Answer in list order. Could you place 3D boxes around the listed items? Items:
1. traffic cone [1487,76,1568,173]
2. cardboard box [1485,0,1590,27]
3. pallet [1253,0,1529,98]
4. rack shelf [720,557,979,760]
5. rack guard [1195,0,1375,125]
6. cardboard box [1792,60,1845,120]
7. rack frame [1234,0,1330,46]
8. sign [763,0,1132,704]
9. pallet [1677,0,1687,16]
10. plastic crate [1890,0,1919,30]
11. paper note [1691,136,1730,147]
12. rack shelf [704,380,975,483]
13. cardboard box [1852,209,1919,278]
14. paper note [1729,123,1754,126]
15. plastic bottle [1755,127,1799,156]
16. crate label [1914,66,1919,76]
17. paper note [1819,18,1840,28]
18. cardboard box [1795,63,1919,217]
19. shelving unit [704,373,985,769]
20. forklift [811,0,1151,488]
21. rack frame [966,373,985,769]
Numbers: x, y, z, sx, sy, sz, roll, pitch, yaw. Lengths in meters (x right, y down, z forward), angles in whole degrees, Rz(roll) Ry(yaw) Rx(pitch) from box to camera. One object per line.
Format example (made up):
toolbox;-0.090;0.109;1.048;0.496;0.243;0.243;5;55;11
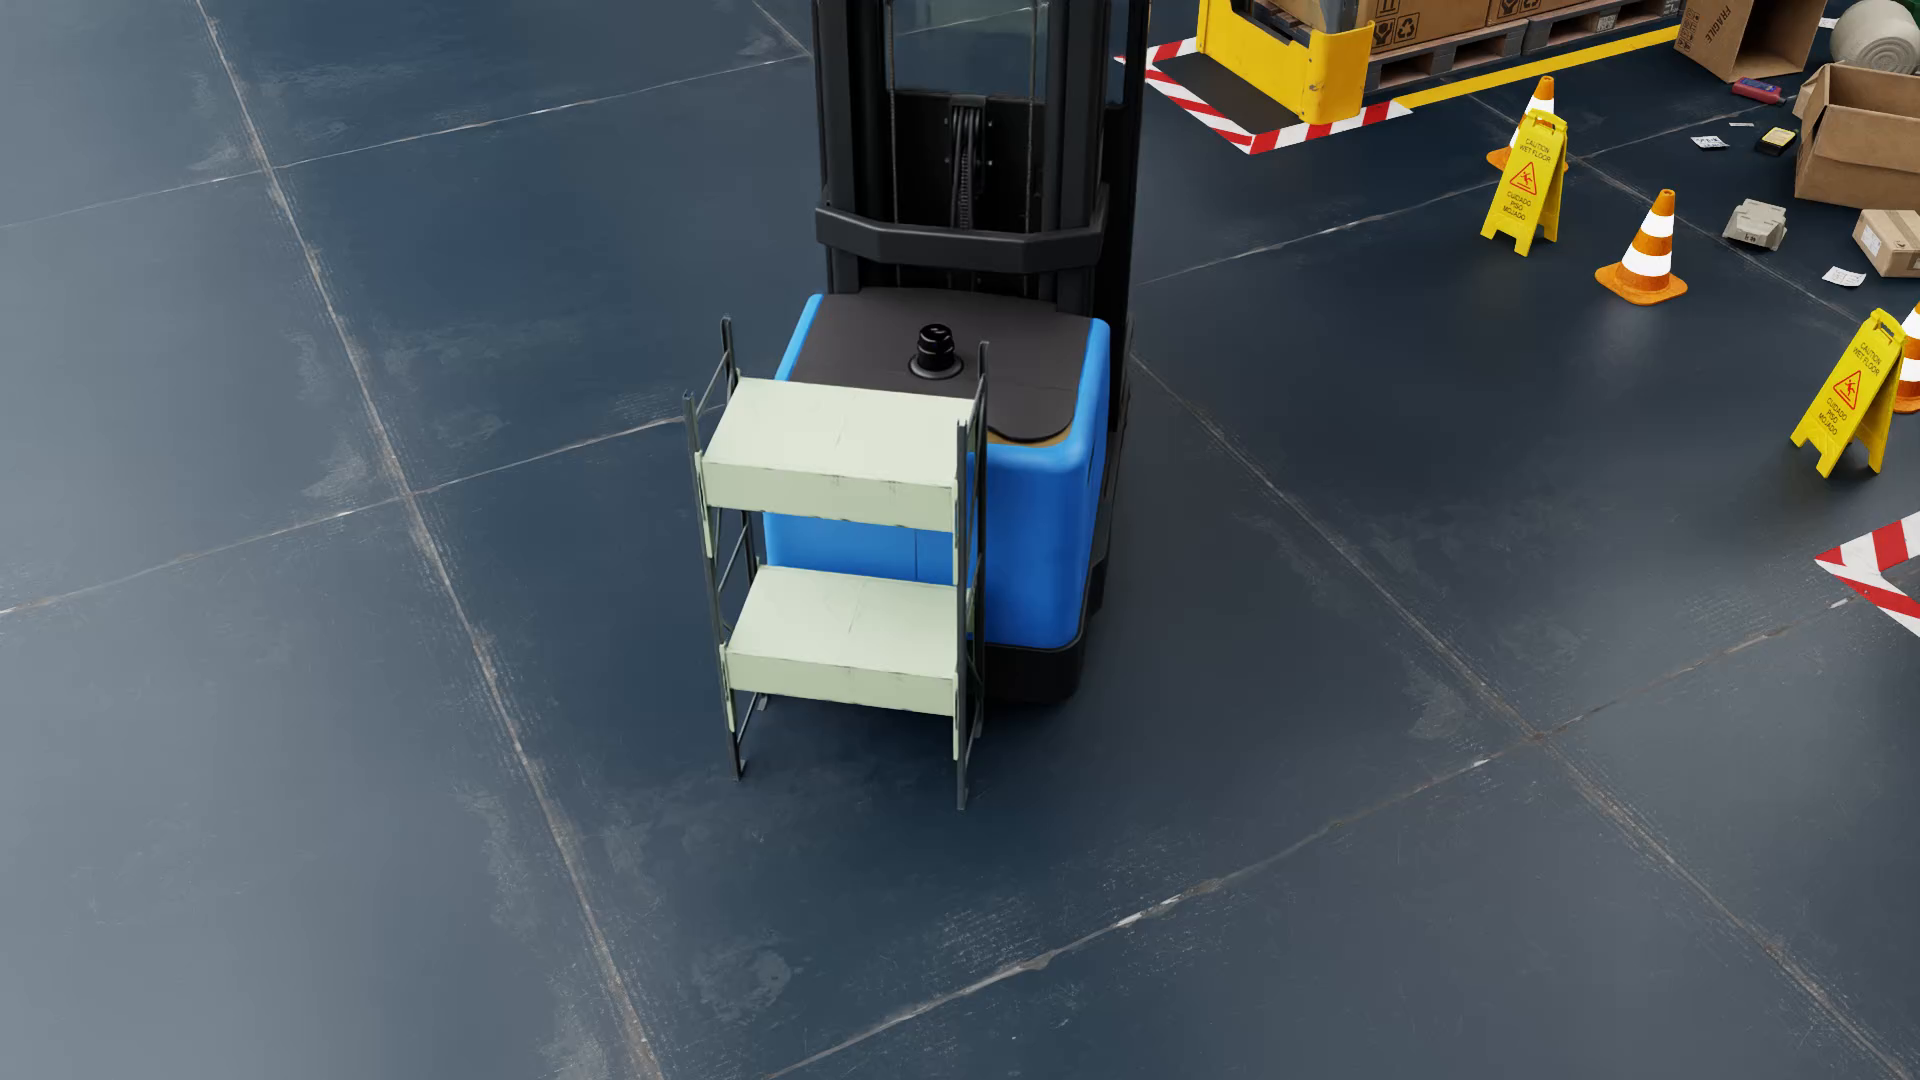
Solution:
traffic cone;2.909;-2.108;8.383;0.334;0.463;0.336;-19;44;-21
cardboard box;3.132;-3.585;9.483;0.875;0.875;0.875;-19;44;-21
pallet;2.455;-2.951;9.573;1.213;0.211;1.003;-19;44;-21
rack shelf;-0.326;0.363;5.165;0.720;0.370;0.431;6;41;7
rack guard;1.761;-2.771;9.136;0.348;0.500;1.175;-19;44;-21
cardboard box;4.656;-2.314;8.778;0.258;0.266;0.396;-12;42;-13
rack frame;1.780;-3.734;8.339;0.053;2.616;0.949;-19;44;-21
sign;0.011;-1.122;5.388;2.025;2.768;2.177;-19;44;-21
pallet;4.619;-3.679;10.433;1.213;0.211;1.003;-19;44;-21
plastic crate;5.781;-3.072;9.689;0.662;0.188;0.450;2;30;2
paper note;3.920;-2.081;8.686;0.142;0.017;0.144;-5;40;-6
rack shelf;-0.326;-0.259;4.639;0.686;0.124;0.368;6;41;7
cardboard box;4.387;-1.386;7.772;0.250;0.149;0.380;2;40;2
paper note;4.163;-2.212;8.855;0.123;0.001;0.032;2;40;2
plastic bottle;4.269;-2.091;8.673;0.133;0.061;0.283;31;49;31
crate label;5.477;-2.715;9.352;0.298;0.136;0.250;15;42;17
paper note;5.152;-3.073;9.856;0.147;0.020;0.142;15;42;17
cardboard box;4.547;-1.948;8.161;0.797;0.503;0.637;15;42;17
shelving unit;-0.321;0.114;4.954;0.731;1.308;0.431;6;41;7
forklift;0.108;-1.531;5.790;1.121;2.935;3.031;6;41;7
rack frame;0.035;0.154;4.907;0.010;1.308;0.380;6;41;7
